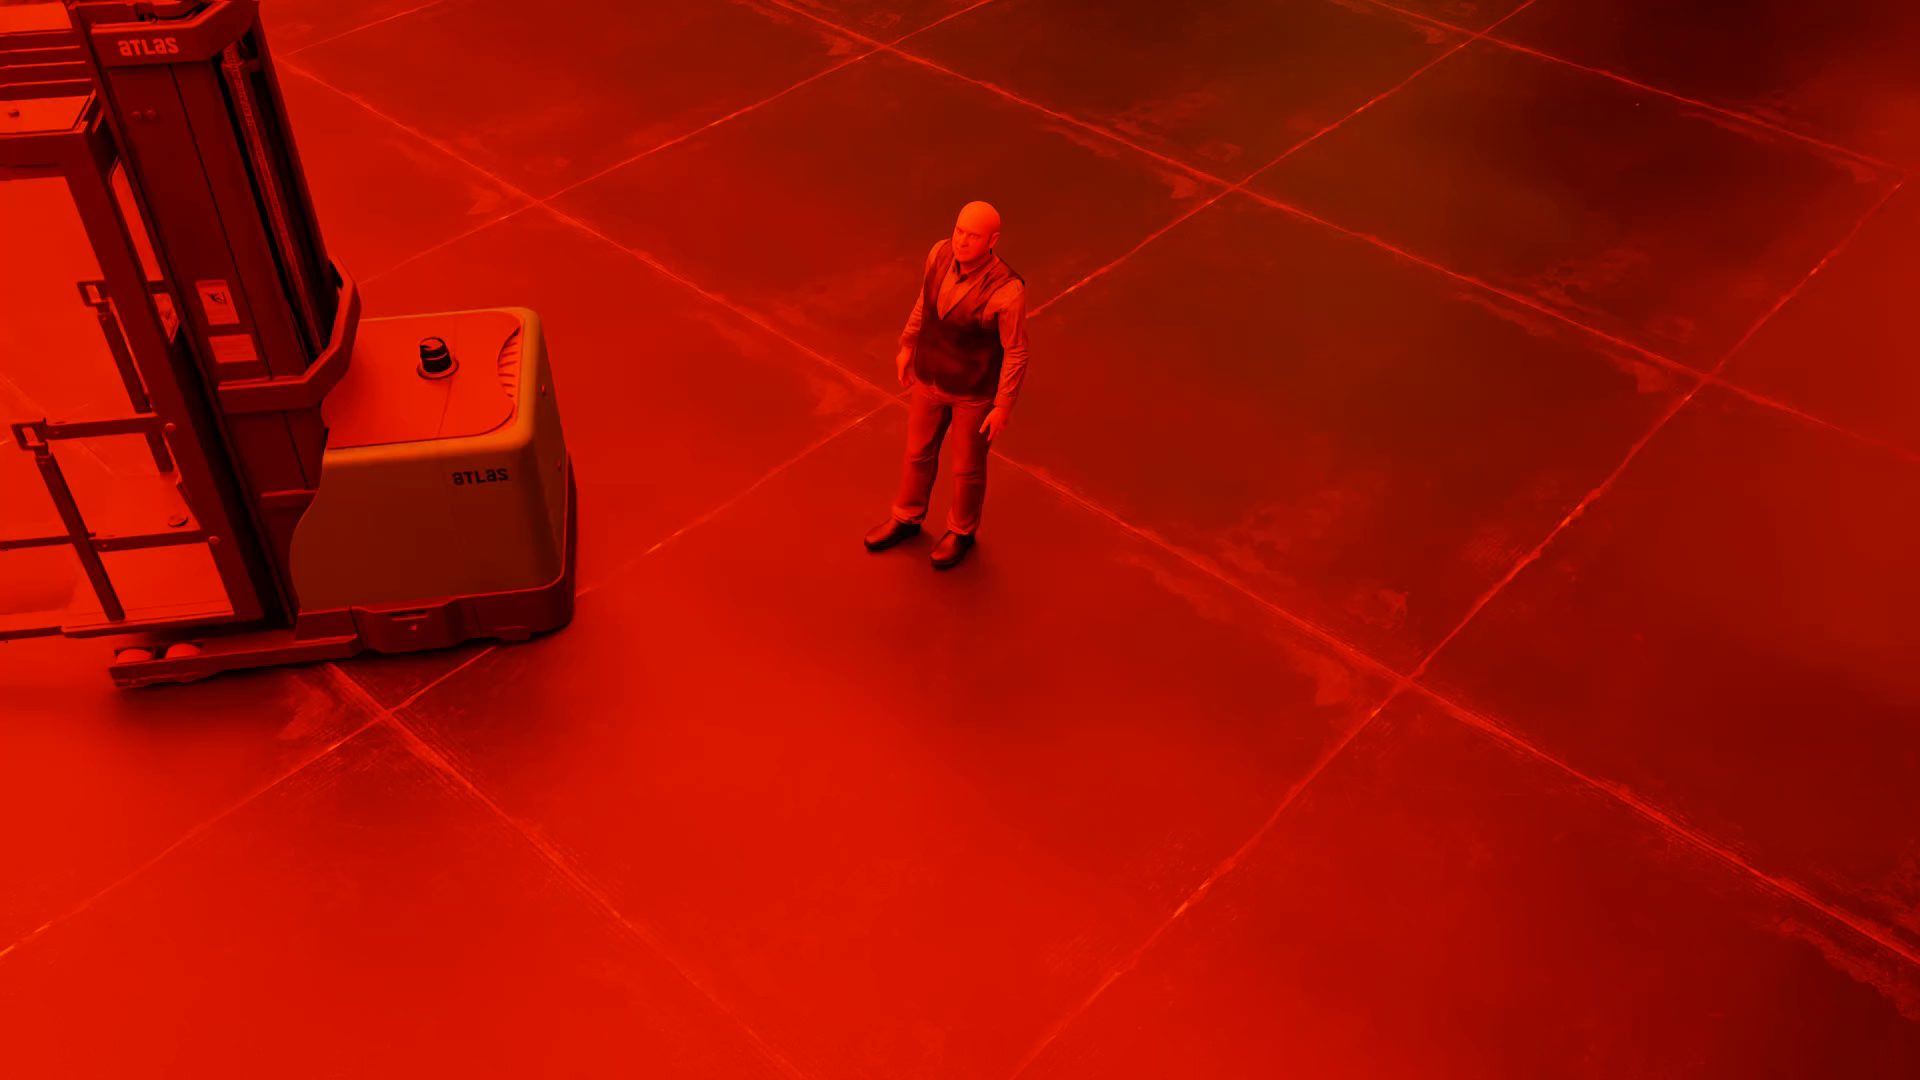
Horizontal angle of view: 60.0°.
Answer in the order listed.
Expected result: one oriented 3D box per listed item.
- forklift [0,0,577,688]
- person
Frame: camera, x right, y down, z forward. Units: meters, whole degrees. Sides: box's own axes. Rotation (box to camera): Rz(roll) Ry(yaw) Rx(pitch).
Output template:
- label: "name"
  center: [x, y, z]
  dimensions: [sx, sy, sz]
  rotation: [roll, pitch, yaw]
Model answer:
- label: "forklift"
  center: [-3.238, -0.865, 6.437]
  dimensions: [3.031, 2.935, 1.130]
  rotation: [-6, 41, -7]
- label: "person"
  center: [-0.048, -0.633, 7.084]
  dimensions: [0.632, 1.720, 0.568]
  rotation: [31, 49, 31]
